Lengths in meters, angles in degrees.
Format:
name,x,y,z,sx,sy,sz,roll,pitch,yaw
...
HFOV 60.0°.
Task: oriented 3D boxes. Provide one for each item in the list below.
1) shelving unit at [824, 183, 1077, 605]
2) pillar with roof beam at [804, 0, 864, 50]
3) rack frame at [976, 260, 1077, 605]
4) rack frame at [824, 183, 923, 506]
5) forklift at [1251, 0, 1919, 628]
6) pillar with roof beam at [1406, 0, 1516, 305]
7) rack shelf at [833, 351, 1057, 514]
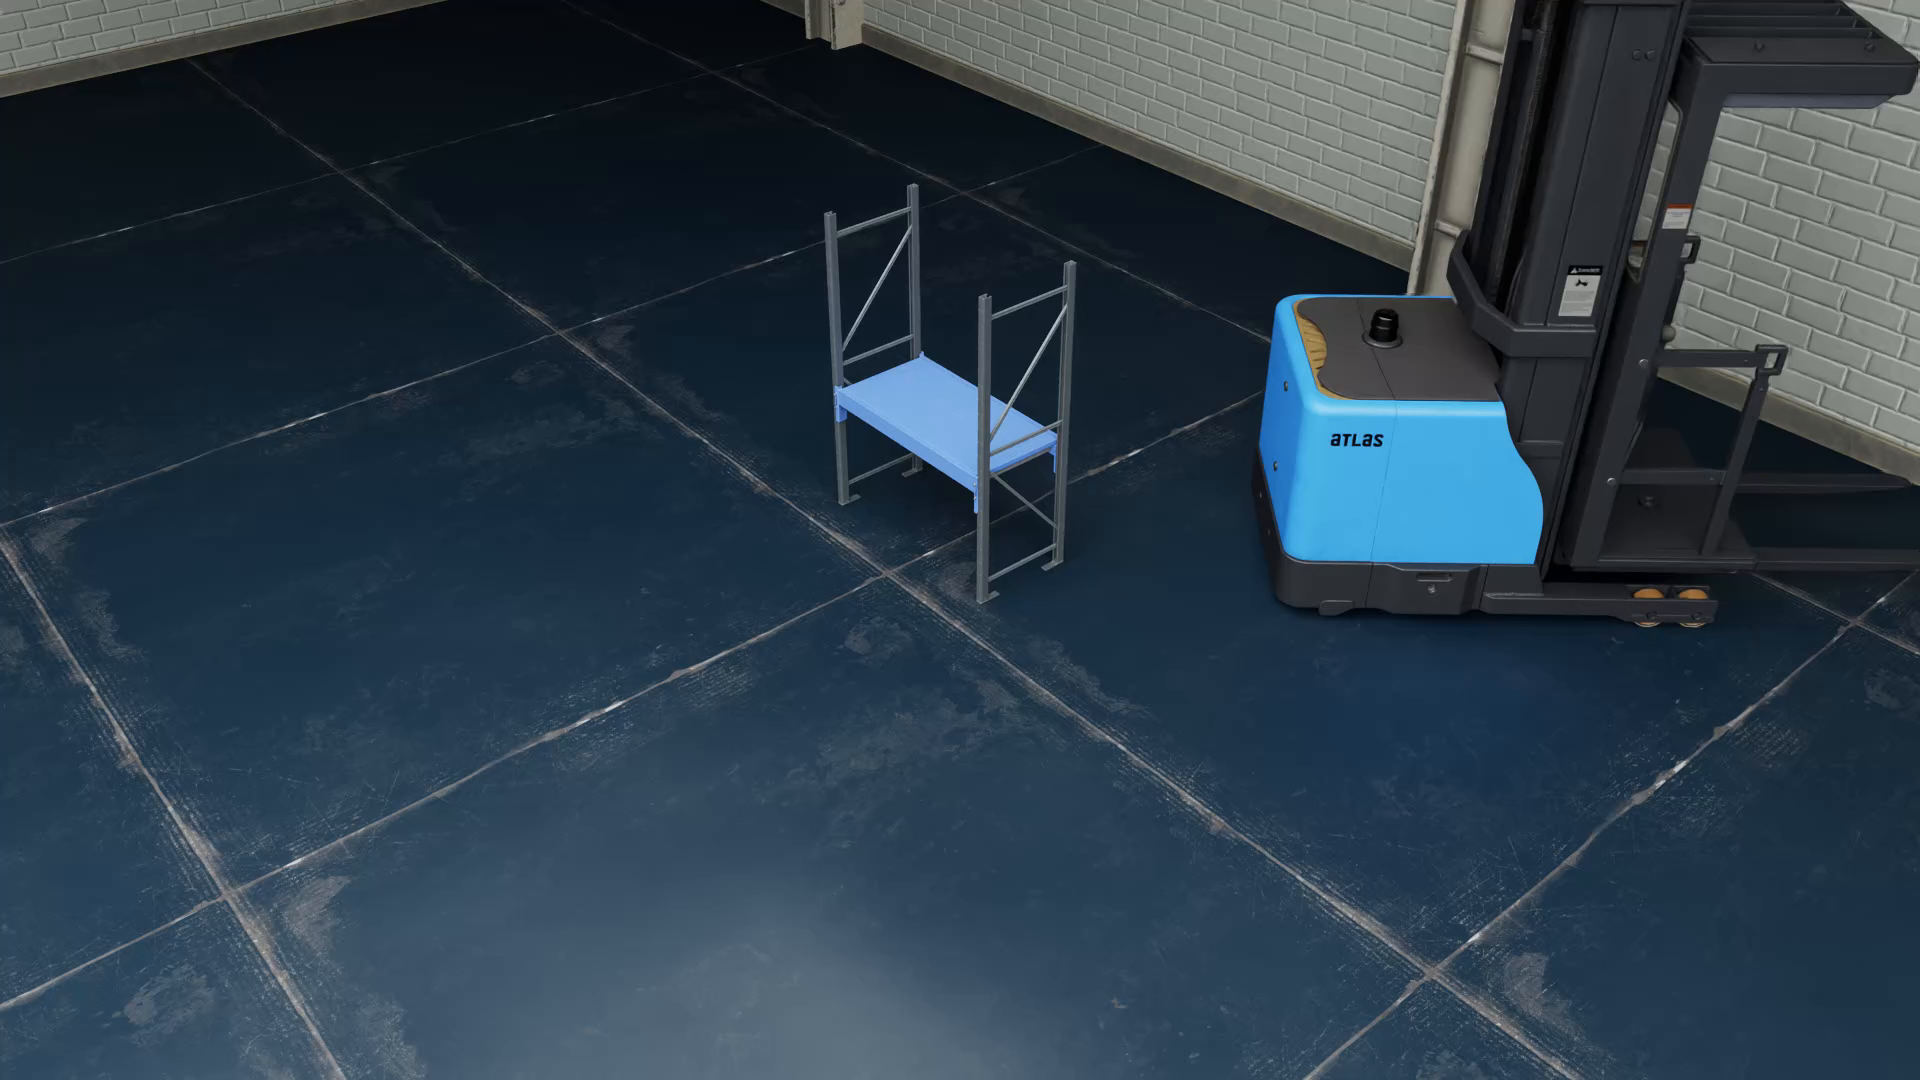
name,x,y,z,sx,sy,sz,roll,pitch,yaw
shelving unit,-0.055,-0.650,7.370,0.538,1.500,1.048,-26,43,-32
pillar with roof beam,-4.298,-6.122,8.607,9.100,9.000,0.400,-26,43,-32
rack frame,0.273,-0.425,7.053,0.500,1.500,0.032,-26,43,-32
rack frame,-0.383,-0.874,7.687,0.500,1.500,0.032,-26,43,-32
forklift,2.903,-1.129,6.808,3.031,2.935,1.130,1,35,1
pillar with roof beam,-0.426,-3.472,4.867,9.100,9.000,0.400,-26,43,-32
rack shelf,-0.055,-0.503,7.474,0.538,0.185,1.000,-26,43,-32
